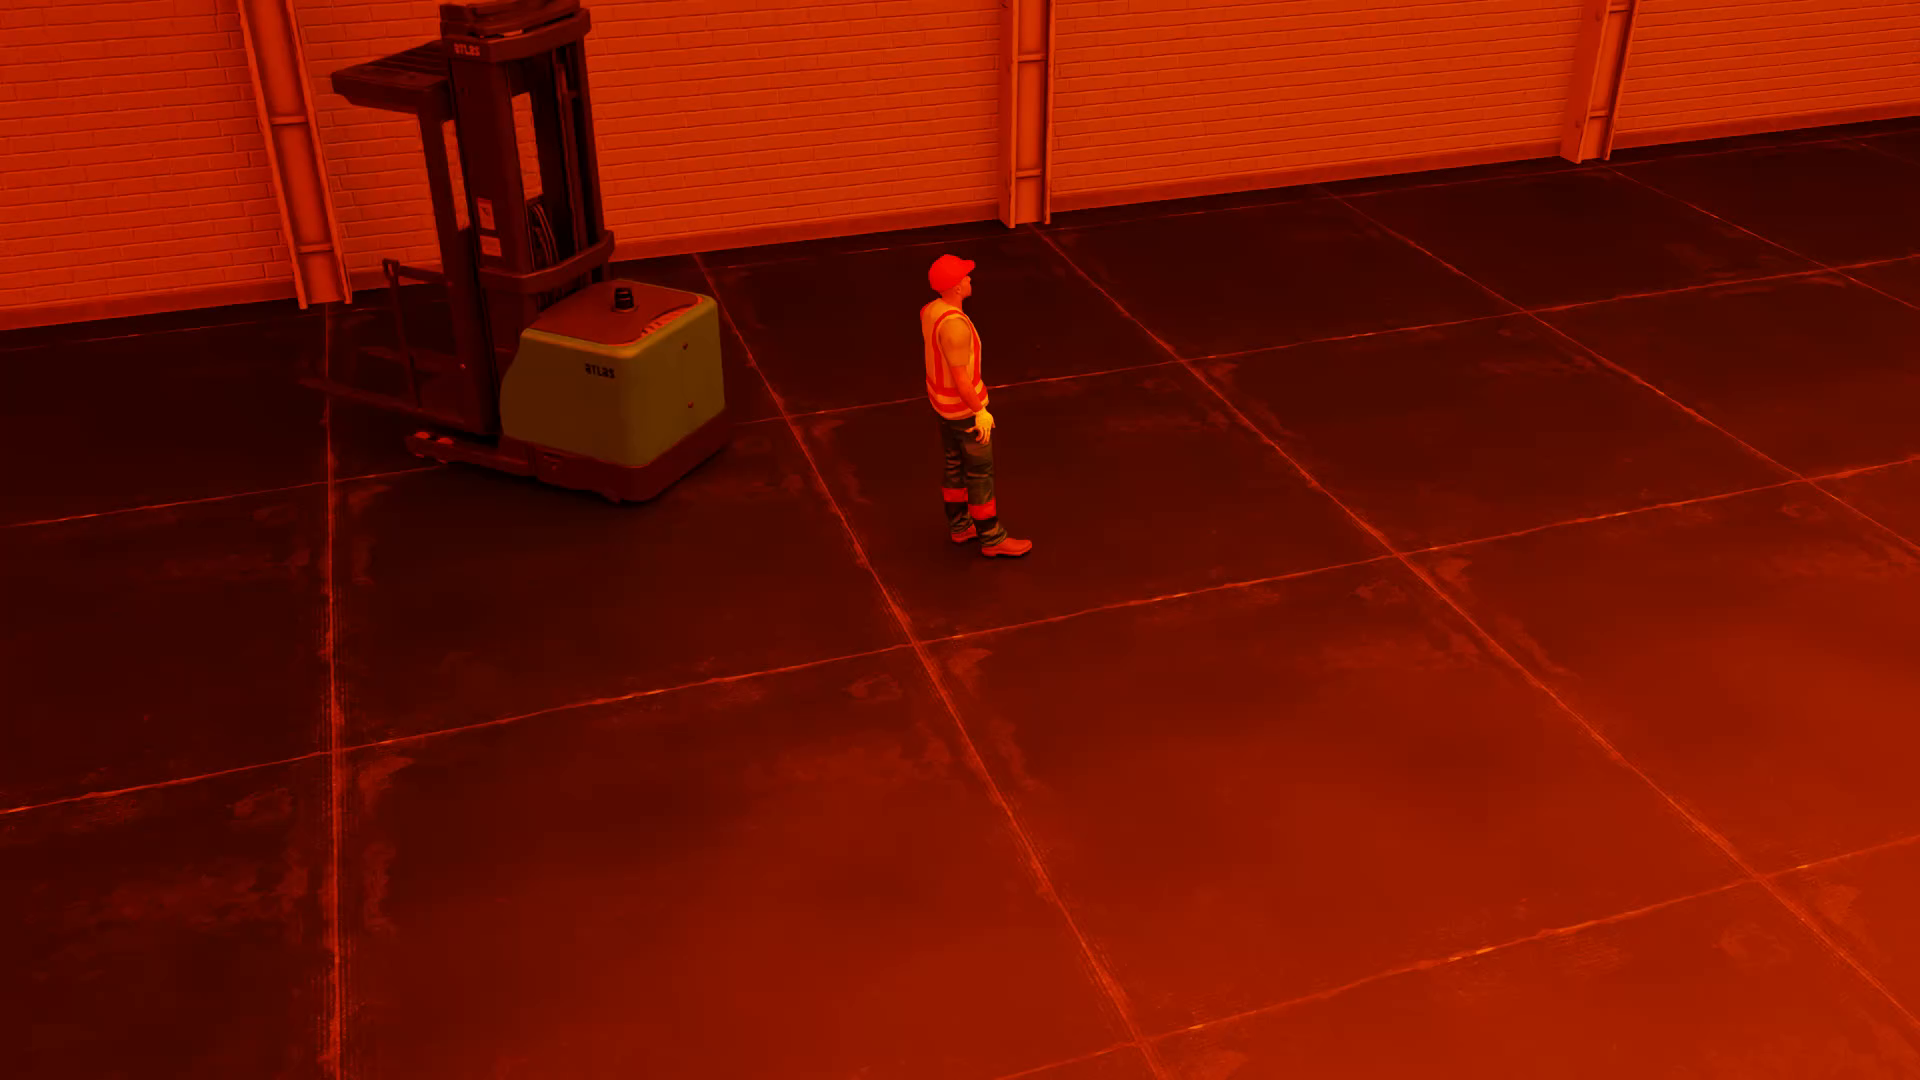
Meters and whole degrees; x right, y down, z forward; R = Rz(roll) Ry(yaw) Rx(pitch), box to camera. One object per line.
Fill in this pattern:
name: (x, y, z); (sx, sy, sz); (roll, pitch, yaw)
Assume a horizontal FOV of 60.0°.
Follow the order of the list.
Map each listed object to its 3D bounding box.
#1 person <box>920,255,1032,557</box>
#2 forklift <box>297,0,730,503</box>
person: (0.080, -0.789, 9.590); (0.562, 1.789, 0.638); (-10, 31, -16)
forklift: (-3.080, -1.994, 10.553); (3.031, 2.935, 1.130); (14, 33, 22)
